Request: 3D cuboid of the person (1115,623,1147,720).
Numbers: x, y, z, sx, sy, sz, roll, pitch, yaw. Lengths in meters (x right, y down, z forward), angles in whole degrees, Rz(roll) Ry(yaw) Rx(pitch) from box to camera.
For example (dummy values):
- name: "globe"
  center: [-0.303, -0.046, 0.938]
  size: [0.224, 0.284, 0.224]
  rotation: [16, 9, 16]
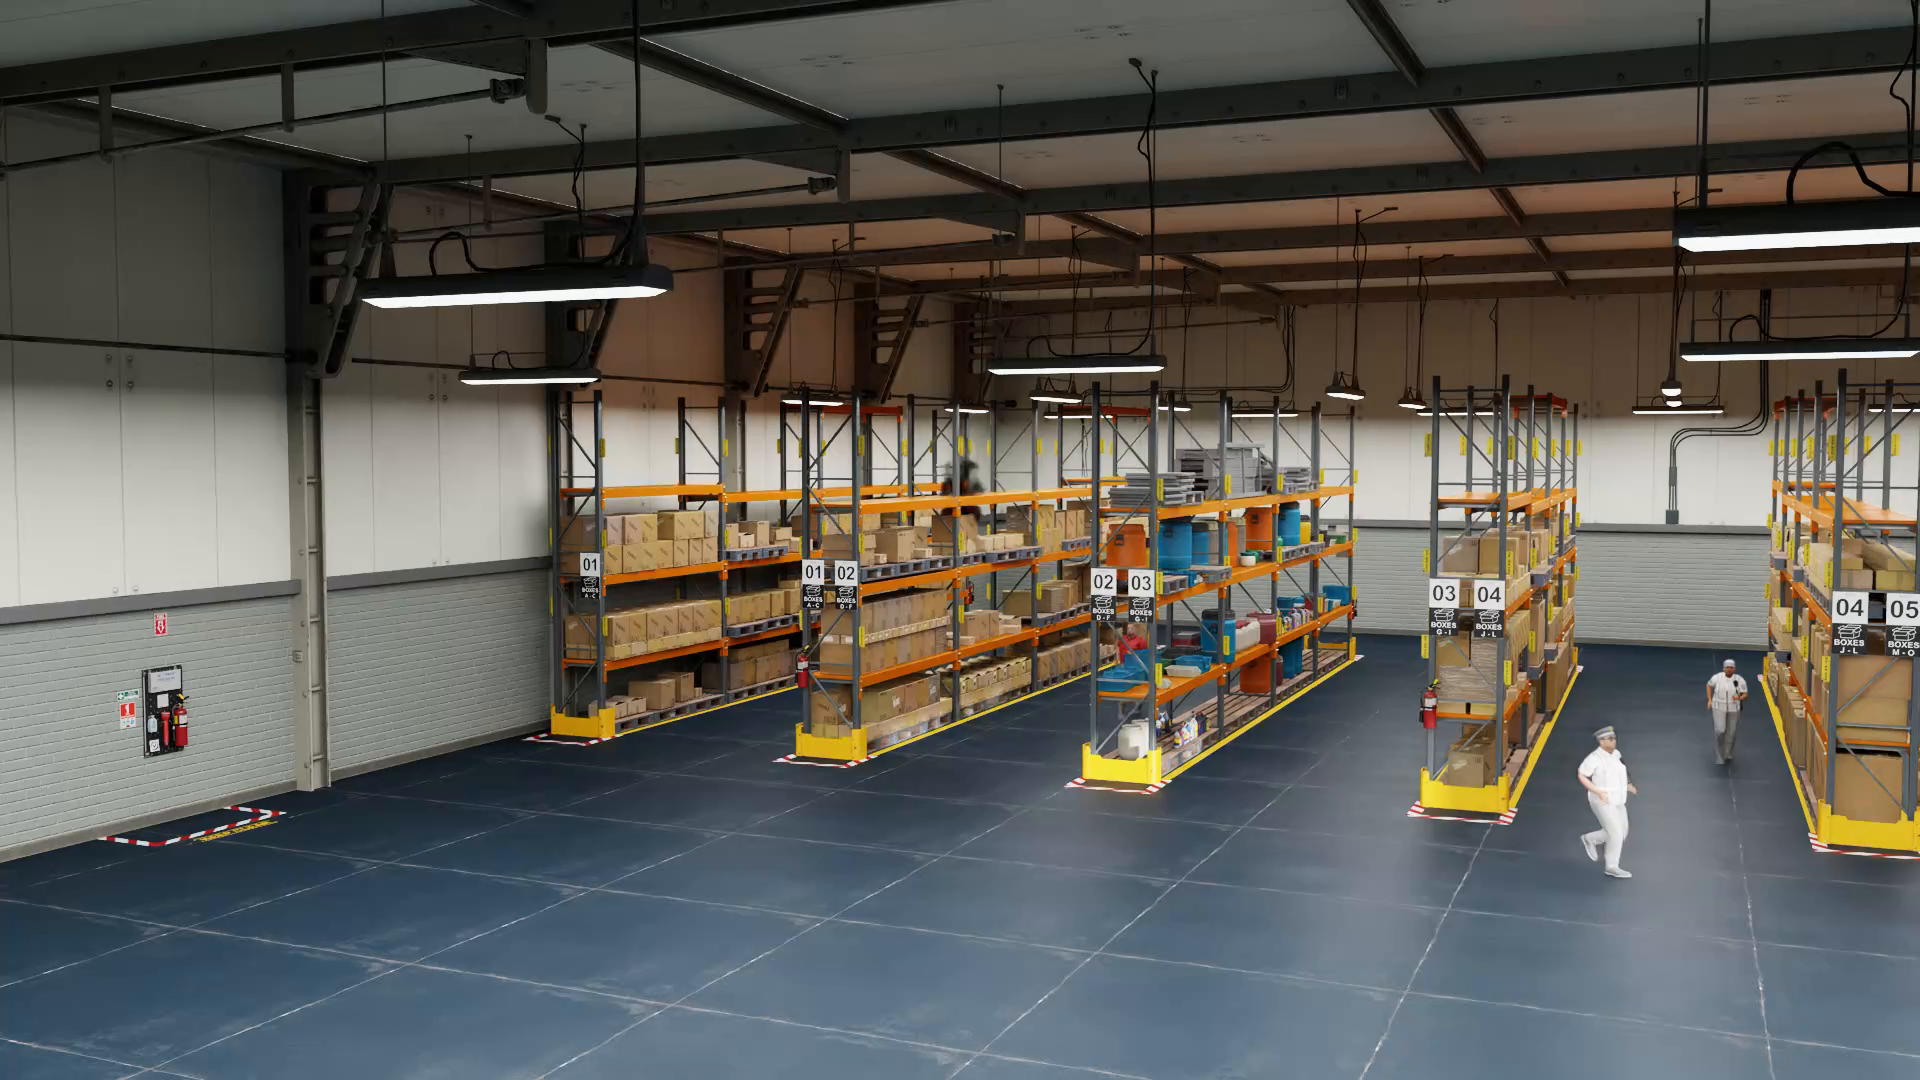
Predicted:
- name: "person"
  center: [3.173, 2.429, 30.923]
  size: [0.640, 1.788, 0.817]
  rotation: [1, 3, 19]

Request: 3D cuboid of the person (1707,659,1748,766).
- name: "person"
  center: [12.135, 2.729, 26.304]
  size: [0.570, 1.705, 0.796]
  rotation: [1, 3, 19]

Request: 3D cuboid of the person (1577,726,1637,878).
- name: "person"
  center: [7.593, 3.048, 19.561]
  size: [0.670, 1.739, 0.741]
  rotation: [-2, 4, -32]
